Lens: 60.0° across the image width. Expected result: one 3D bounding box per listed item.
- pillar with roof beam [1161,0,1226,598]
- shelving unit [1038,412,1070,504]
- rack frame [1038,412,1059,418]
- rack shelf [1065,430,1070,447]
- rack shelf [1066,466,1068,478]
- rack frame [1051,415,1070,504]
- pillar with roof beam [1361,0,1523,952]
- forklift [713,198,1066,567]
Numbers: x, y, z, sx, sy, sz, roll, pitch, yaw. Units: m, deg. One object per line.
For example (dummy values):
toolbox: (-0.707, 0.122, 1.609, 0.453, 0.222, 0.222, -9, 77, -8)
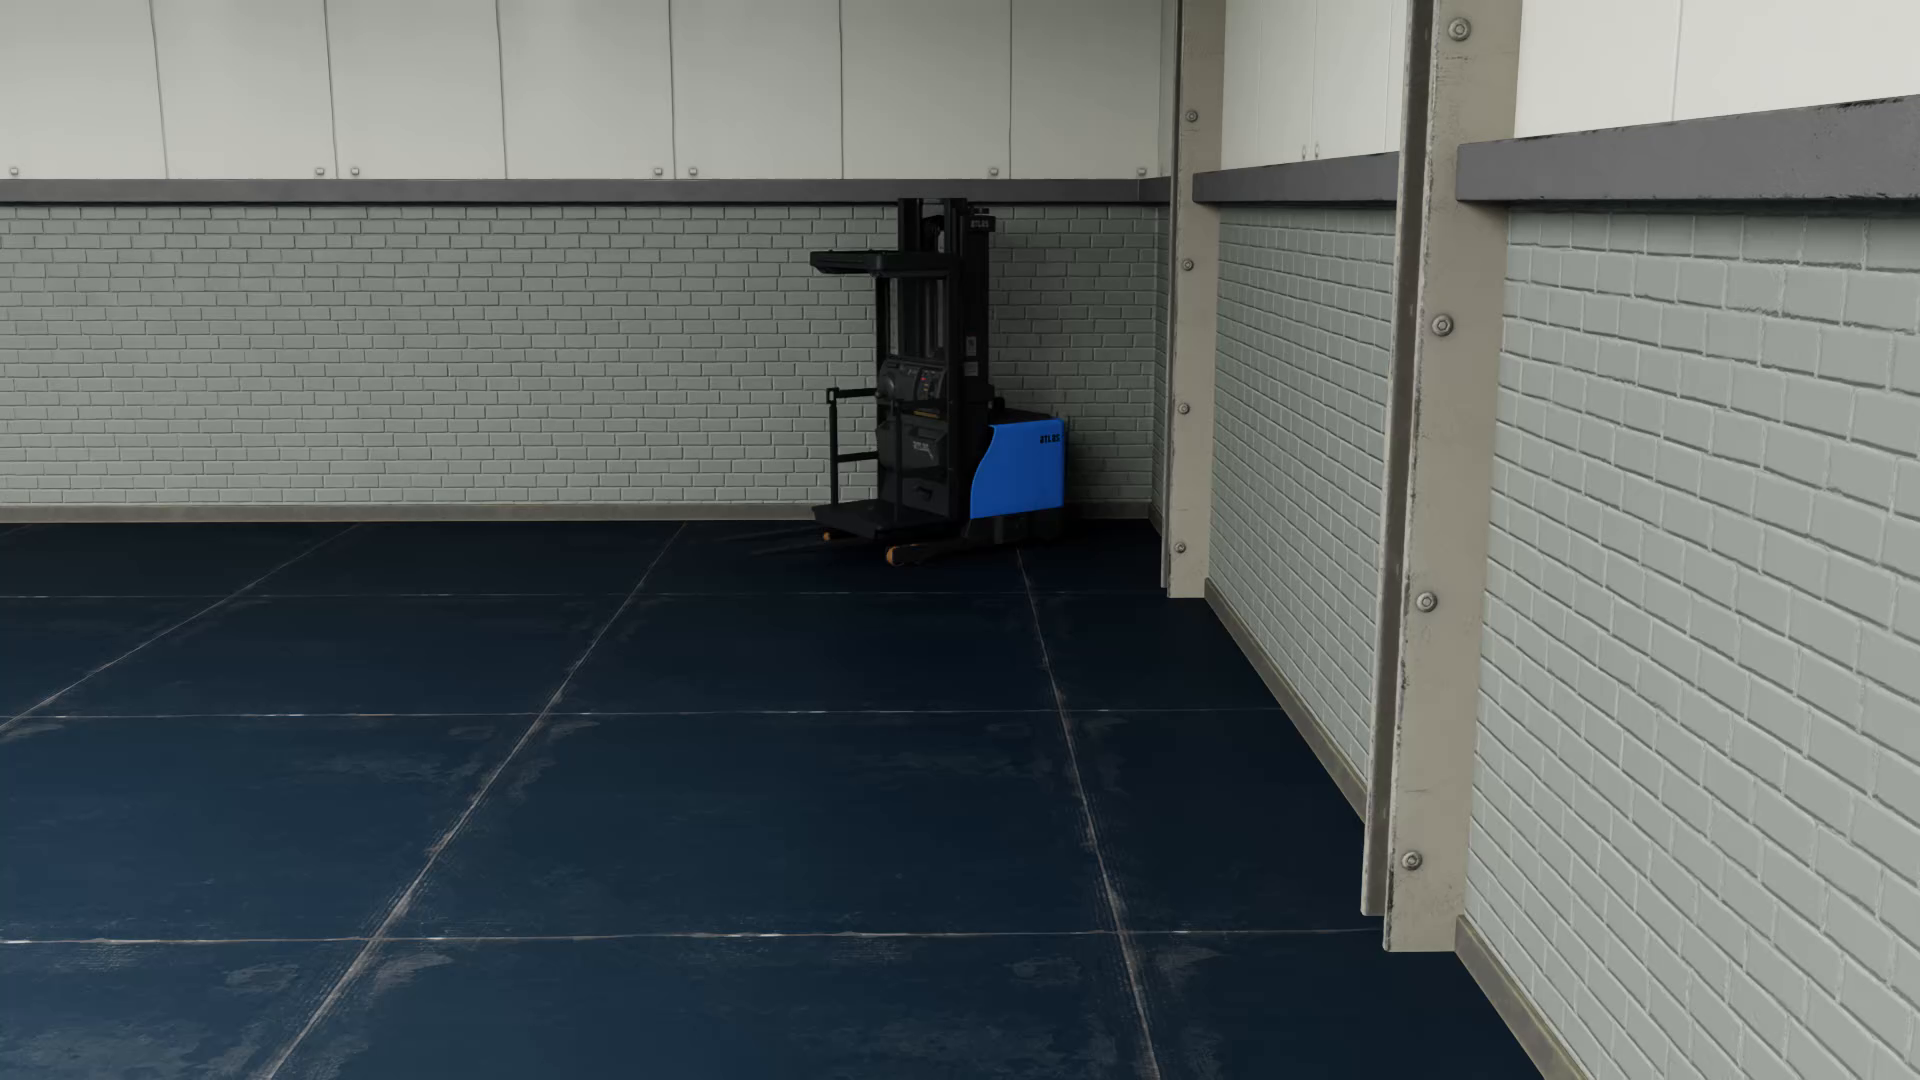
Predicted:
pillar with roof beam: (-2.598, -4.002, 11.651, 9.100, 9.000, 0.400, 0, 11, -1)
shelving unit: (0.813, -0.614, 14.917, 0.215, 1.050, 0.252, -1, 11, -22)
rack frame: (0.768, -0.637, 15.028, 0.200, 1.050, 0.008, -1, 11, -22)
rack shelf: (0.827, -0.882, 14.867, 0.215, 0.259, 0.240, -1, 11, -22)
rack shelf: (0.813, -0.604, 14.918, 0.215, 0.259, 0.240, -1, 11, -22)
rack frame: (0.858, -0.591, 14.806, 0.200, 1.050, 0.008, -1, 11, -22)
pillar with roof beam: (-2.474, -2.809, 5.772, 9.100, 9.000, 0.400, 0, 11, -1)
forklift: (-0.572, -1.338, 13.782, 3.031, 2.935, 1.130, -8, 14, -35)
